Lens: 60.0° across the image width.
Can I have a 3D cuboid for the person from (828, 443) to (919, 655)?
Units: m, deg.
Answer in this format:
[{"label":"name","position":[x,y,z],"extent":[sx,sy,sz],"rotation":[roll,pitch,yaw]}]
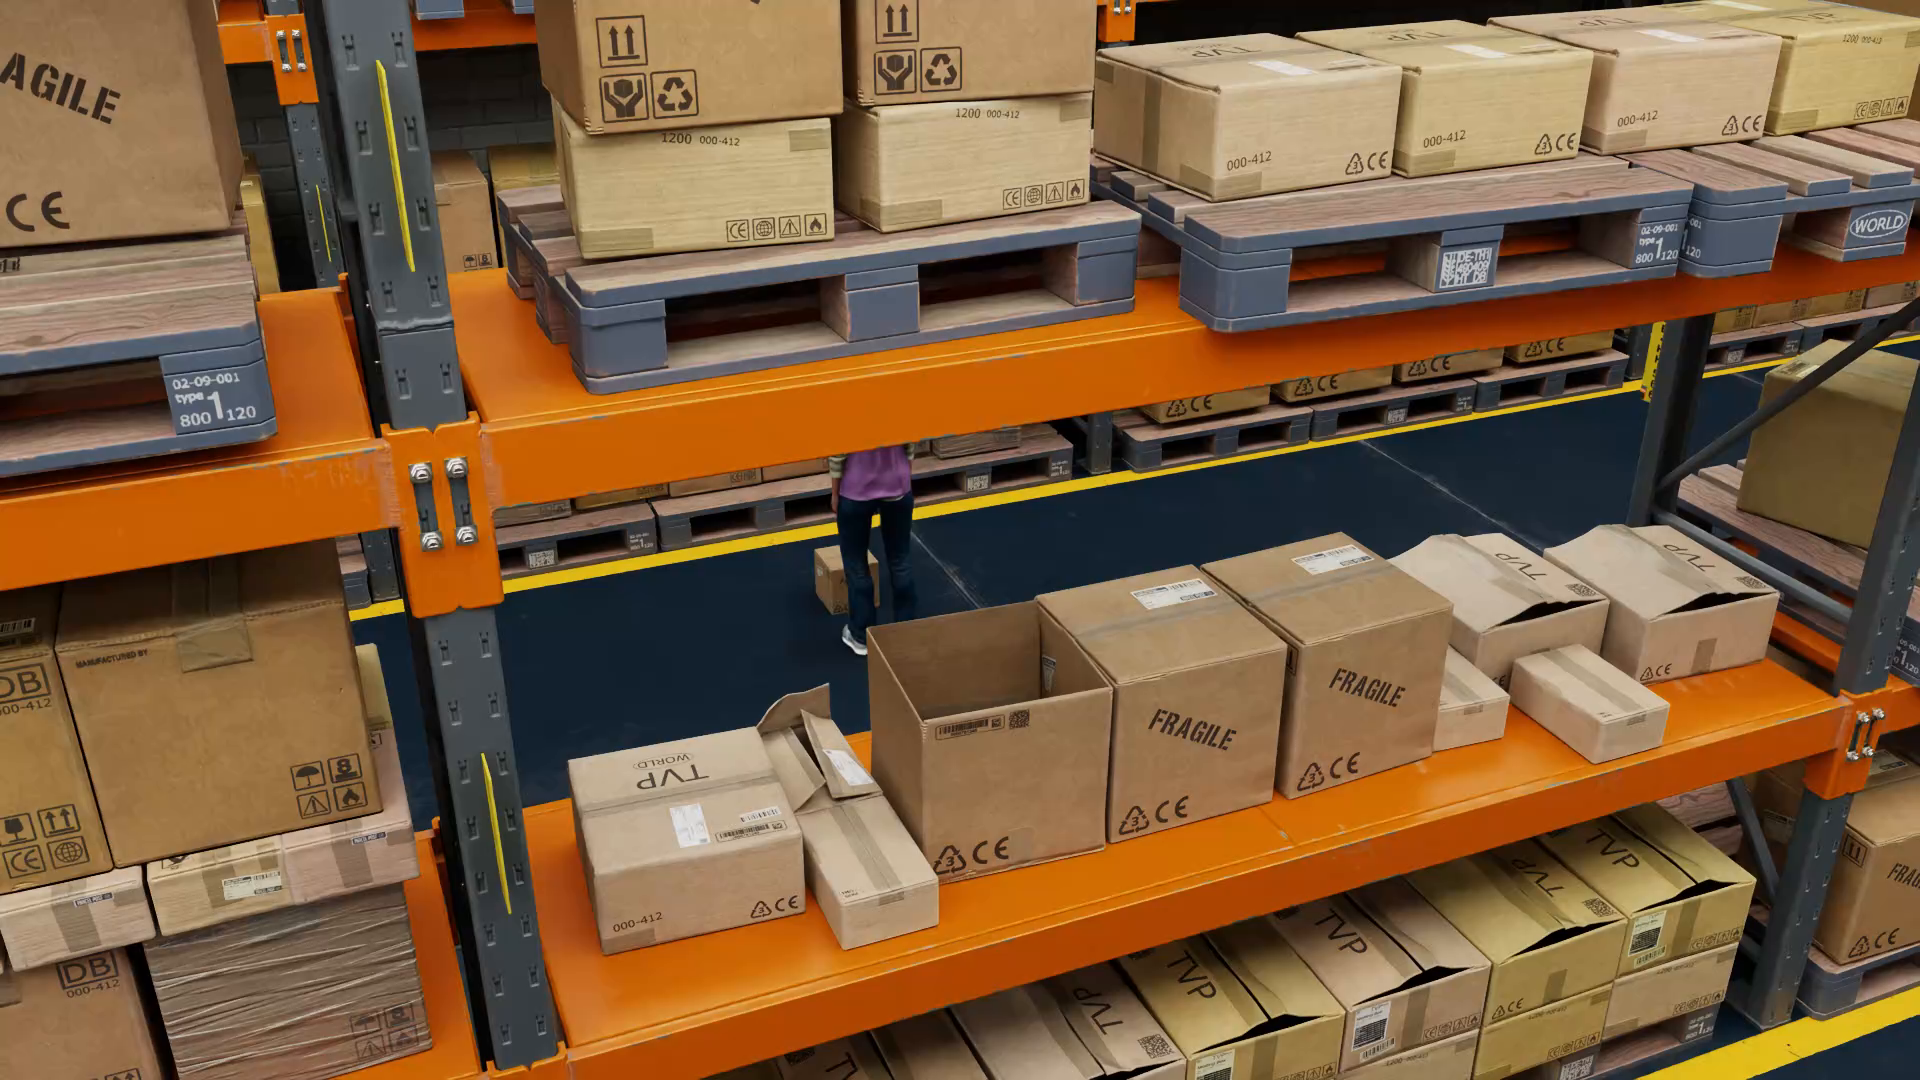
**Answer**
[{"label":"person","position":[-0.400,-0.198,7.573],"extent":[0.406,1.609,0.326],"rotation":[-10,28,-19]}]
